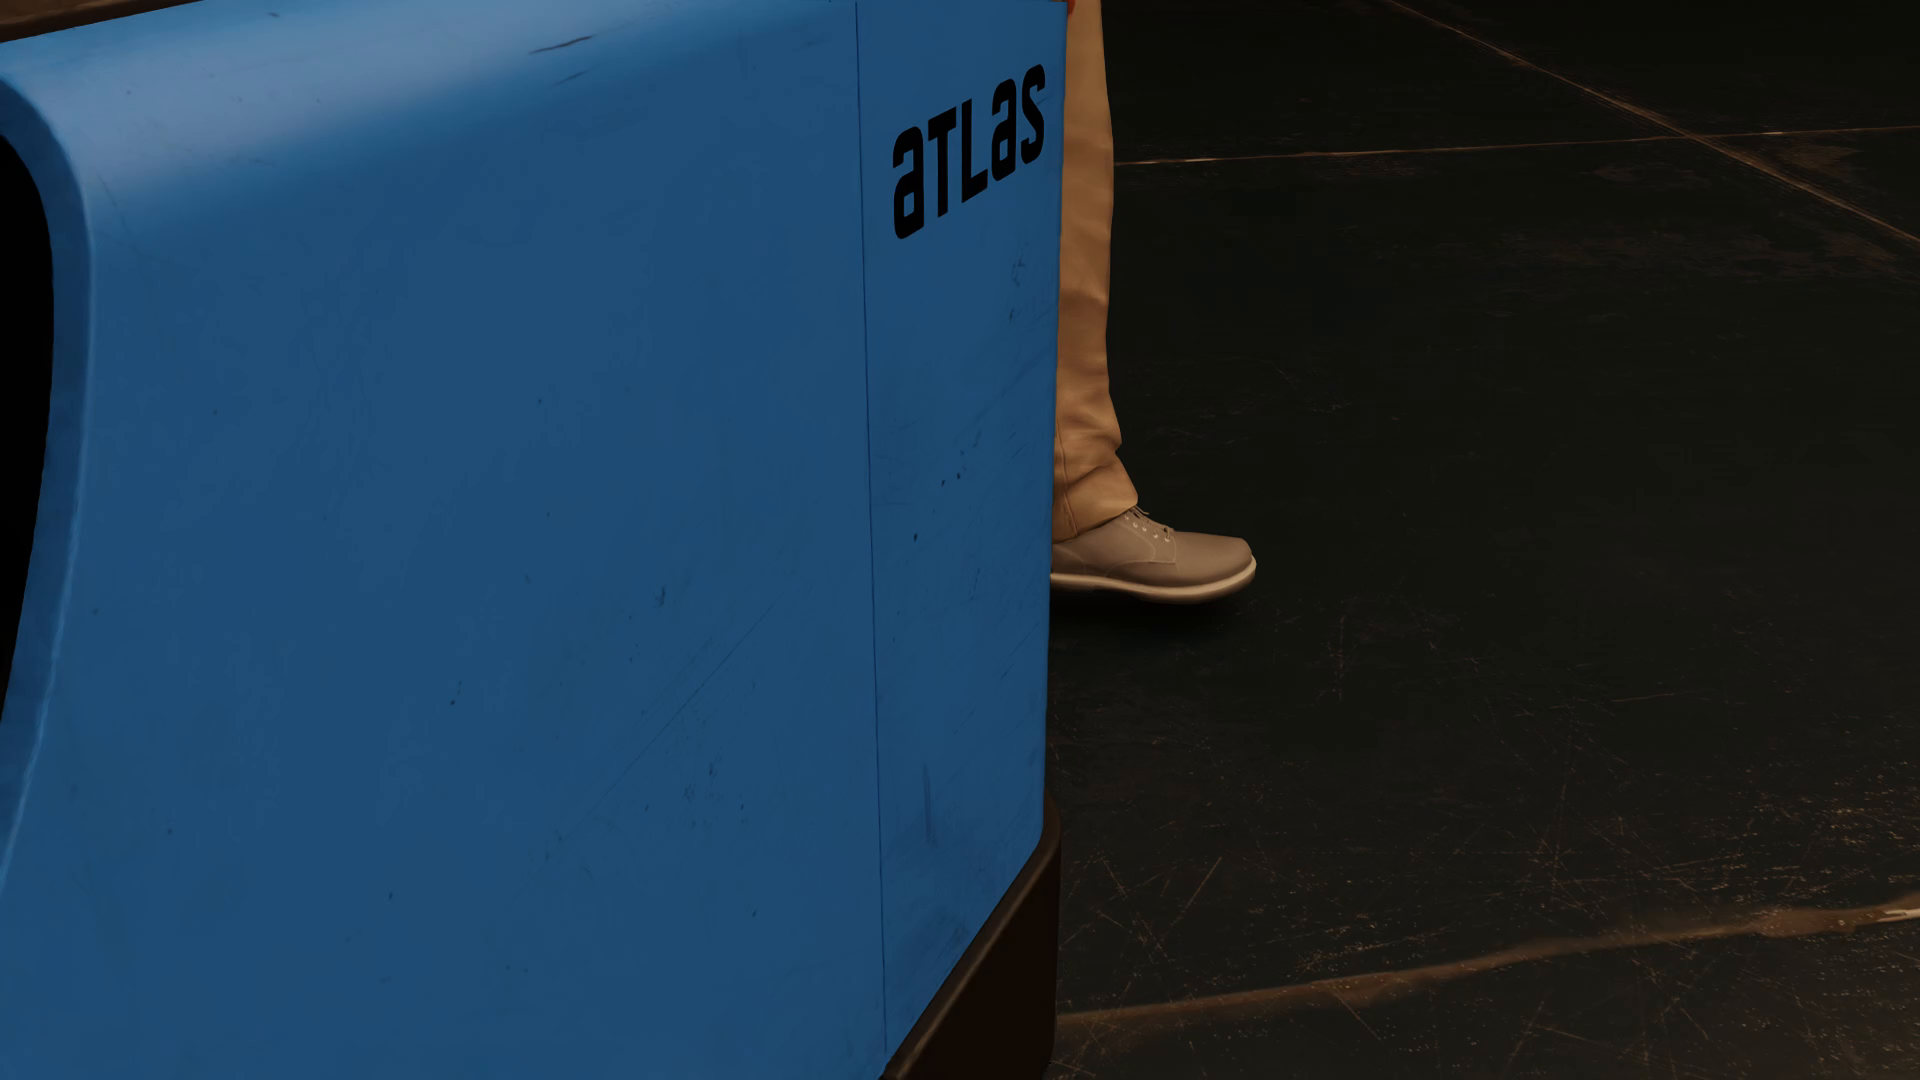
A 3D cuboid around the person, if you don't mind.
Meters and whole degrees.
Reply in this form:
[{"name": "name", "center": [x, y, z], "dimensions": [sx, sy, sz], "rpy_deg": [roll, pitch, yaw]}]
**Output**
[{"name": "person", "center": [0.090, -0.807, 2.076], "dimensions": [0.551, 1.727, 0.640], "rpy_deg": [-5, 28, -9]}]
